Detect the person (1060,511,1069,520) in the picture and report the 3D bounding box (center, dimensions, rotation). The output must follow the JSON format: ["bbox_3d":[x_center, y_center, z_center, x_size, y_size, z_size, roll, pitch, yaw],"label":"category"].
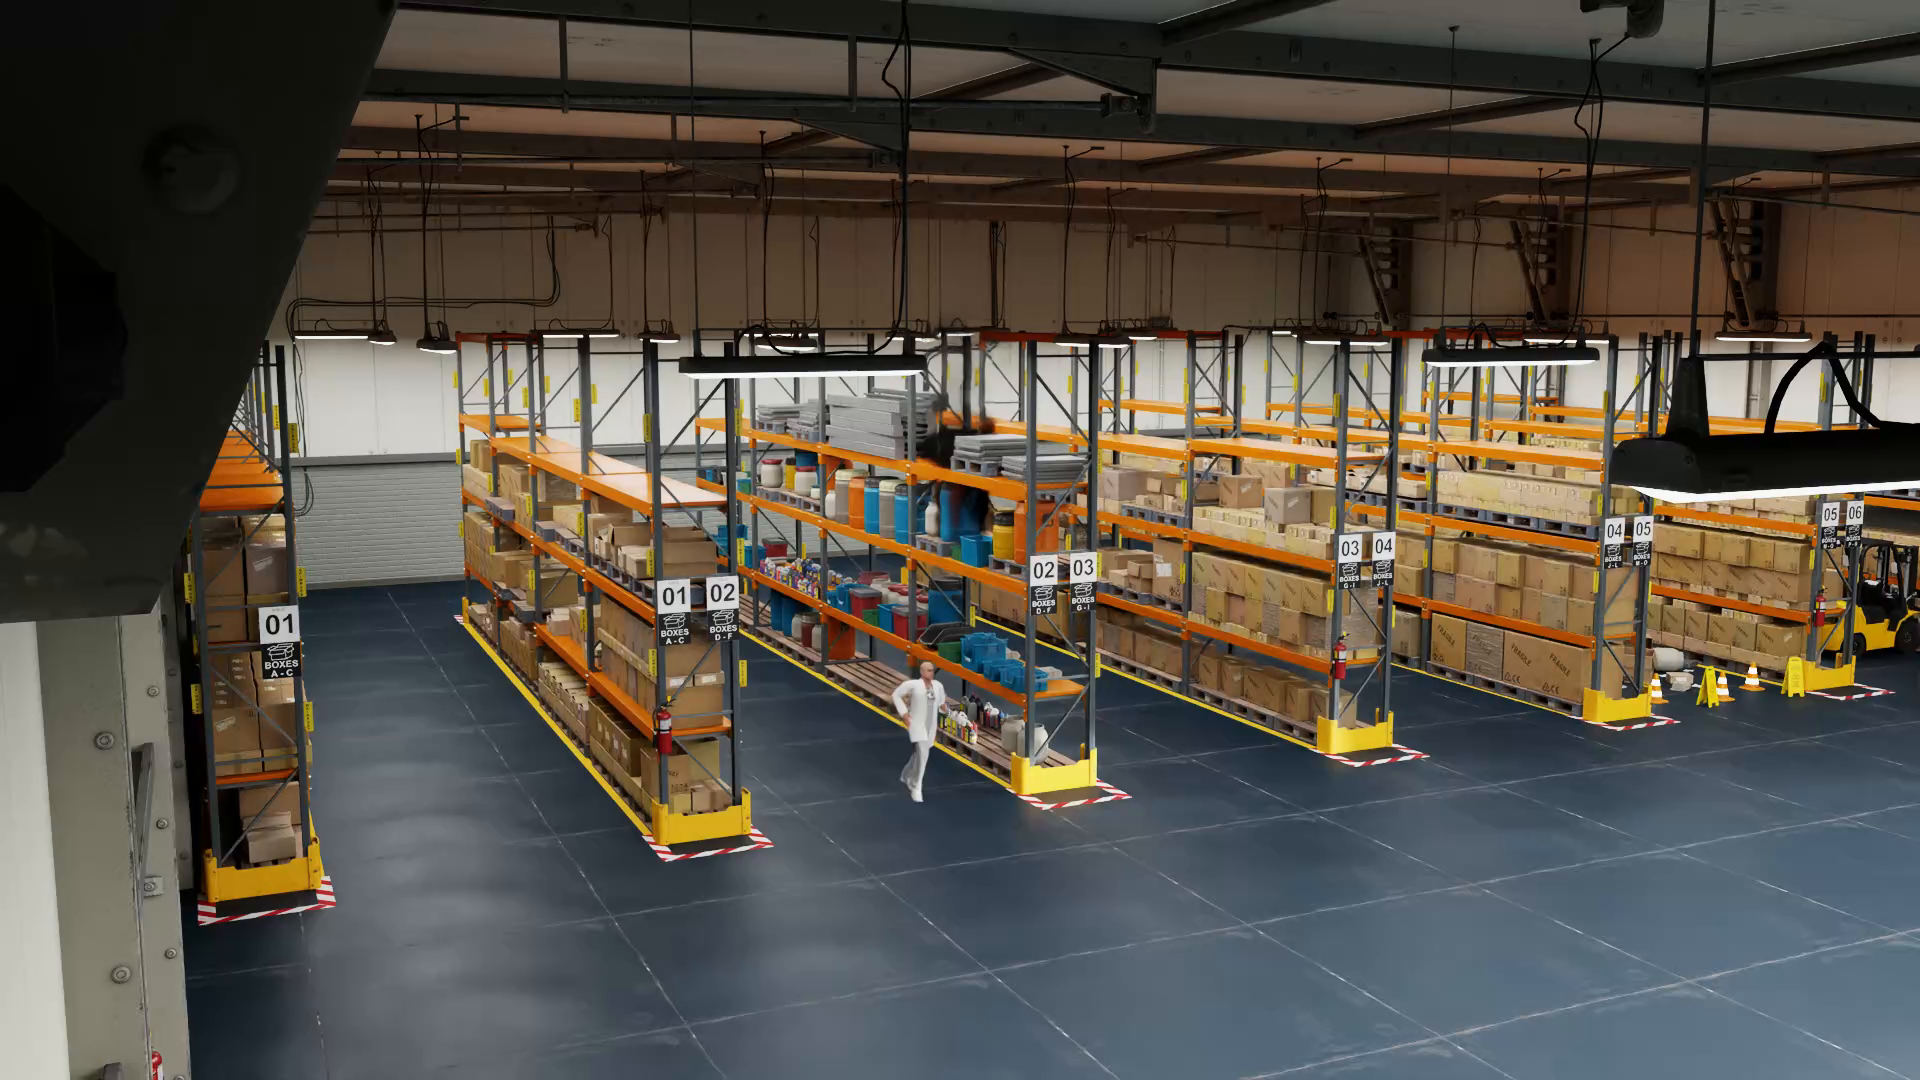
[{"bbox_3d":[2.433,0.117,39.580,0.715,1.813,0.960,-1,8,-6],"label":"person"}]

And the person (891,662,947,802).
[{"bbox_3d":[-0.494,2.520,22.079,0.704,1.811,0.843,-6,10,-36],"label":"person"}]
